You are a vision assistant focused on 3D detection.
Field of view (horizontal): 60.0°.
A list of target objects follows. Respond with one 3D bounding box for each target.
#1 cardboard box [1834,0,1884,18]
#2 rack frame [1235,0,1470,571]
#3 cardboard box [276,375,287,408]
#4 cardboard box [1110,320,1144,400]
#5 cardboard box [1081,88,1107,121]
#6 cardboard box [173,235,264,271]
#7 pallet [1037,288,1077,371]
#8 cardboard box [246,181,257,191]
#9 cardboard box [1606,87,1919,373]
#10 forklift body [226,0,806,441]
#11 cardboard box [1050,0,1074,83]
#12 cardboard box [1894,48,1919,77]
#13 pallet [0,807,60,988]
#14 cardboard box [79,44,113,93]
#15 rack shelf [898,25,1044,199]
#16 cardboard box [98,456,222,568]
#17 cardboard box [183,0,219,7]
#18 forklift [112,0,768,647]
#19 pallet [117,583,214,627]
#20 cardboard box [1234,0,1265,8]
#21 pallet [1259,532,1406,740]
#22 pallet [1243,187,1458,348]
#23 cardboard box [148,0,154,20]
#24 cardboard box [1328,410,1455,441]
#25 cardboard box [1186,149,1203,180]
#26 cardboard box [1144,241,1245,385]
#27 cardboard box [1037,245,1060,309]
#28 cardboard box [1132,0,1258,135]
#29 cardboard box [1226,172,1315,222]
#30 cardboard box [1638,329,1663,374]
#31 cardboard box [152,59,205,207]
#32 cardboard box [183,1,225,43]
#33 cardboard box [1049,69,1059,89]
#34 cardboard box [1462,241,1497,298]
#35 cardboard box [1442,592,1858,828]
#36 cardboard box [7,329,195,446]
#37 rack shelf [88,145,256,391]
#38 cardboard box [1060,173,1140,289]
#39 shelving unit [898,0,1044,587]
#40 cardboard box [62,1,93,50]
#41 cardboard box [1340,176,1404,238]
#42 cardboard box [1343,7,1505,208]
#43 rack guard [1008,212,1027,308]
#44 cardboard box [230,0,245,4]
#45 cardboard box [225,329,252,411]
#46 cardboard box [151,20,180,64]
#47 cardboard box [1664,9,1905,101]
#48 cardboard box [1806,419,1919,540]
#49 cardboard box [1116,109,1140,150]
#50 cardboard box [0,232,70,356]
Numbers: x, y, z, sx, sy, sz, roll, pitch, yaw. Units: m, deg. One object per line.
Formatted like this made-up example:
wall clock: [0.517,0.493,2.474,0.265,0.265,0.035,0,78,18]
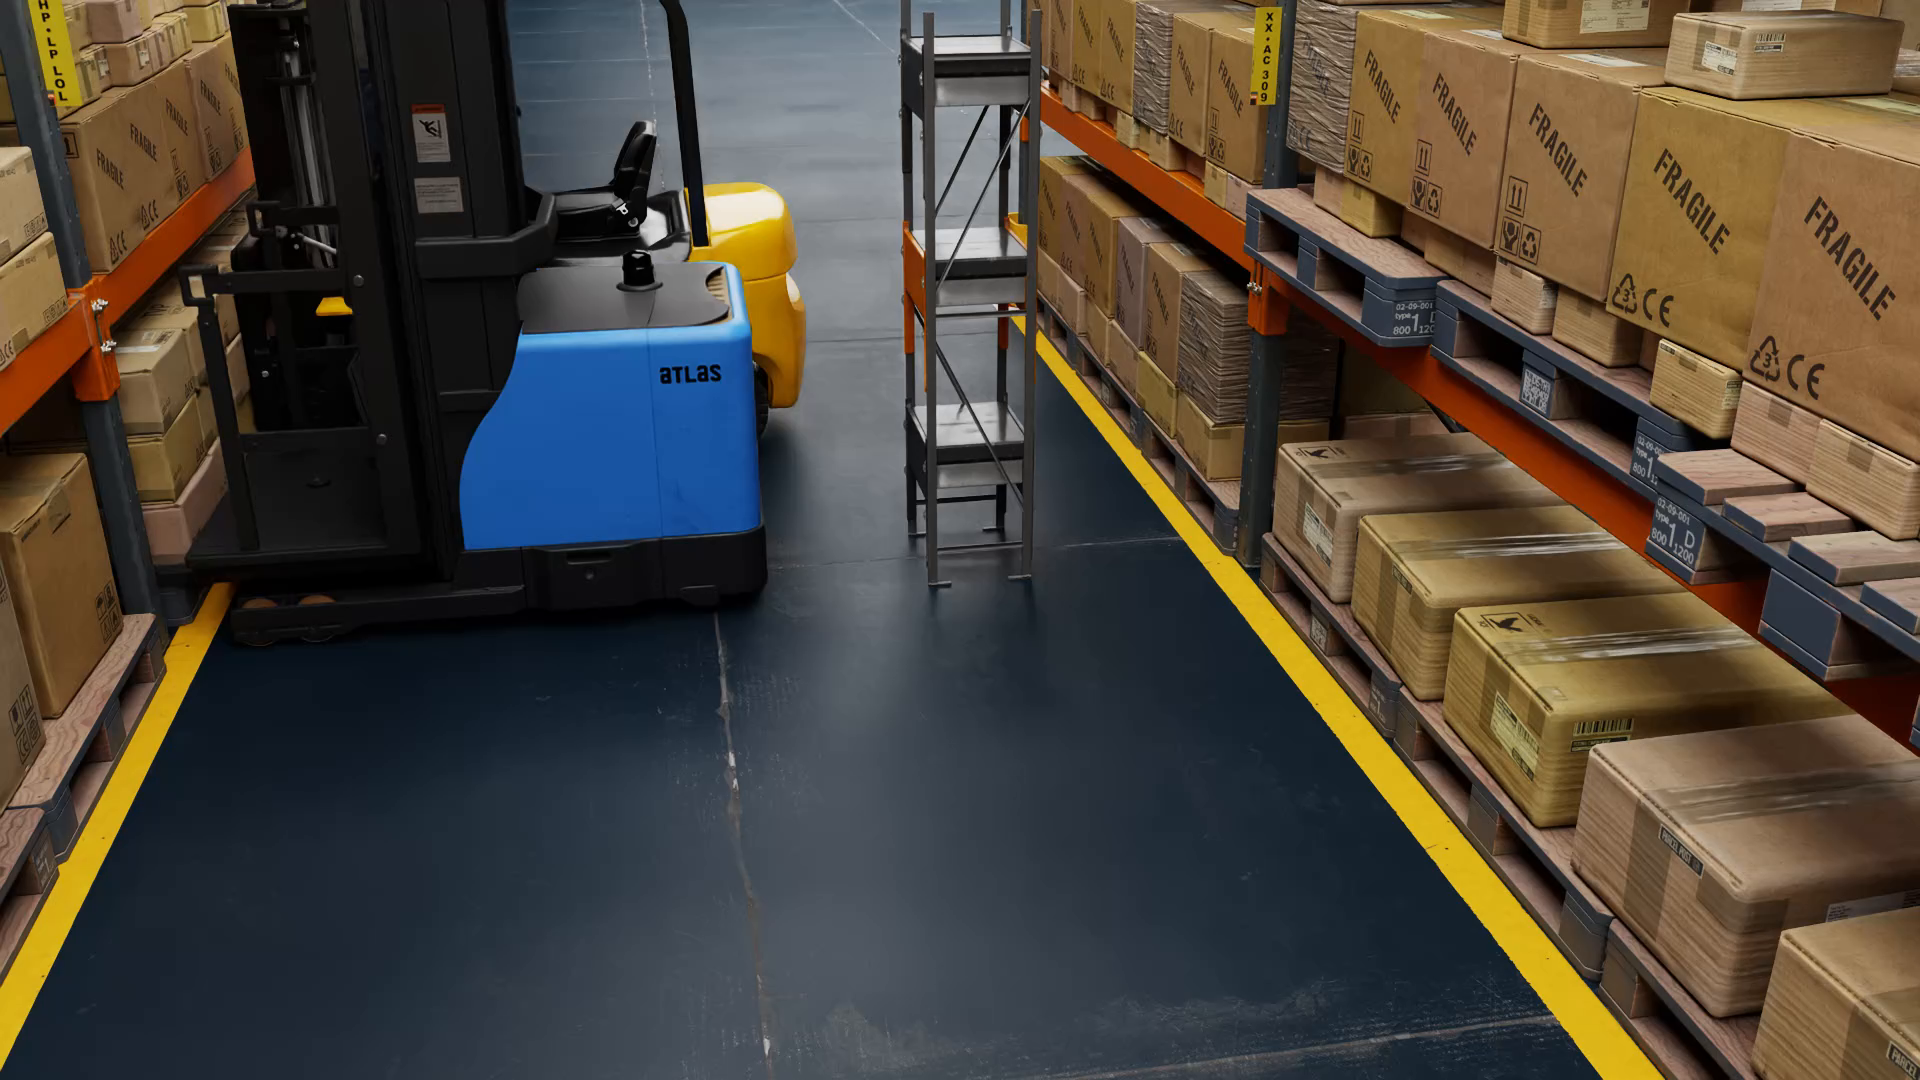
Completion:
cardboard box: [5.811,-3.222,10.192,0.875,0.550,0.550,-4,24,-10]
rack frame: [1.591,-1.316,6.016,1.000,3.000,0.127,-4,24,-10]
cardboard box: [-3.344,-0.695,7.505,0.500,0.250,0.500,-4,24,-8]
cardboard box: [1.020,-0.870,7.906,0.500,0.250,0.500,-4,24,-9]
cardboard box: [0.823,-2.214,8.387,0.380,0.149,0.250,-4,24,-8]
cardboard box: [-3.345,-1.155,7.309,0.500,0.250,0.500,-5,24,-11]
pallet: [0.981,-1.260,9.371,1.003,0.211,1.213,-4,24,-10]
cardboard box: [-3.634,-1.753,8.678,0.500,0.250,0.500,-4,24,-8]
cardboard box: [1.773,-0.677,3.530,0.500,0.500,0.500,-6,24,-13]
forklift body: [-1.882,-1.521,7.545,2.313,2.155,1.214,-4,24,-10]
cardboard box: [0.765,-2.661,8.599,0.500,0.500,0.500,-4,24,-8]
cardboard box: [2.182,-0.922,4.092,0.500,0.500,0.500,-5,24,-12]
pallet: [-2.883,1.098,3.972,1.003,0.211,1.213,-4,24,-10]
cardboard box: [-3.212,-1.638,5.816,0.380,0.149,0.250,-4,24,-10]
rack shelf: [0.031,-1.526,5.906,0.431,0.518,0.480,-4,24,-10]
cardboard box: [-3.050,-0.095,6.130,0.500,0.250,0.500,-4,24,-9]
cardboard box: [-3.418,-2.380,7.145,0.380,0.149,0.250,-4,24,-9]
forklift: [-2.284,-1.193,5.820,3.031,2.935,1.130,-4,24,-9]
pallet: [-3.392,0.014,6.453,1.003,0.211,1.213,-4,24,-10]
cardboard box: [1.584,-2.548,7.090,0.700,0.500,0.500,-5,24,-11]
pallet: [1.737,0.268,5.873,1.003,0.211,1.213,-4,24,-10]
pallet: [1.590,-0.917,5.342,1.003,0.211,1.213,-4,24,-10]
cardboard box: [-3.370,-2.075,6.446,0.380,0.149,0.250,-4,24,-10]
cardboard box: [1.747,-0.501,7.060,0.500,0.250,0.500,-5,24,-12]
cardboard box: [1.175,-1.610,7.002,0.380,0.149,0.250,-5,24,-10]
cardboard box: [1.122,-1.005,7.277,0.500,0.500,0.500,-4,24,-9]
cardboard box: [0.729,-1.484,9.311,0.500,0.250,0.500,-5,24,-10]
cardboard box: [1.062,-2.061,7.224,0.500,0.500,0.500,-4,24,-8]
cardboard box: [1.232,-1.305,6.304,0.380,0.149,0.250,-5,24,-10]
cardboard box: [1.802,-0.443,3.805,0.380,0.149,0.250,-4,24,-9]
cardboard box: [-3.319,-1.590,6.518,0.500,0.500,0.500,-5,24,-10]
cardboard box: [-3.425,-2.246,7.208,0.380,0.149,0.250,-4,24,-9]
cardboard box: [0.711,-2.626,9.328,0.380,0.149,0.250,-4,24,-10]
cardboard box: [1.598,-0.746,4.501,0.380,0.149,0.250,-4,24,-9]
cardboard box: [1.957,0.457,4.713,0.950,0.372,0.625,-4,24,-8]
cardboard box: [-3.067,-0.552,5.927,0.500,0.250,0.500,-5,24,-11]
rack shelf: [-3.656,-1.404,7.117,1.077,0.370,4.000,-4,24,-10]
cardboard box: [0.835,-1.613,8.670,0.500,0.500,0.500,-5,24,-12]
shelving unit: [0.031,-0.897,6.181,0.431,2.100,0.503,-4,24,-10]
cardboard box: [-3.247,-1.770,5.748,0.380,0.149,0.250,-5,24,-11]
cardboard box: [1.420,-1.054,5.205,0.380,0.149,0.250,-4,24,-9]
cardboard box: [1.489,-1.288,4.931,0.500,0.500,0.500,-4,24,-10]
rack guard: [0.866,-1.714,10.050,1.175,0.500,0.348,-4,24,-10]
cardboard box: [-3.622,-2.543,7.890,0.380,0.149,0.250,-4,24,-9]
cardboard box: [-3.249,-0.719,6.934,0.500,0.250,0.500,-5,24,-10]
cardboard box: [-3.295,-1.941,6.511,0.380,0.149,0.250,-5,24,-11]
cardboard box: [1.751,-1.037,3.546,0.380,0.149,0.250,-5,24,-12]
cardboard box: [1.828,-0.128,3.084,0.380,0.149,0.250,-5,24,-10]
cardboard box: [0.940,-1.906,7.680,0.380,0.149,0.250,-4,24,-9]
cardboard box: [-2.936,-0.700,4.792,0.500,0.250,0.500,-4,24,-9]
